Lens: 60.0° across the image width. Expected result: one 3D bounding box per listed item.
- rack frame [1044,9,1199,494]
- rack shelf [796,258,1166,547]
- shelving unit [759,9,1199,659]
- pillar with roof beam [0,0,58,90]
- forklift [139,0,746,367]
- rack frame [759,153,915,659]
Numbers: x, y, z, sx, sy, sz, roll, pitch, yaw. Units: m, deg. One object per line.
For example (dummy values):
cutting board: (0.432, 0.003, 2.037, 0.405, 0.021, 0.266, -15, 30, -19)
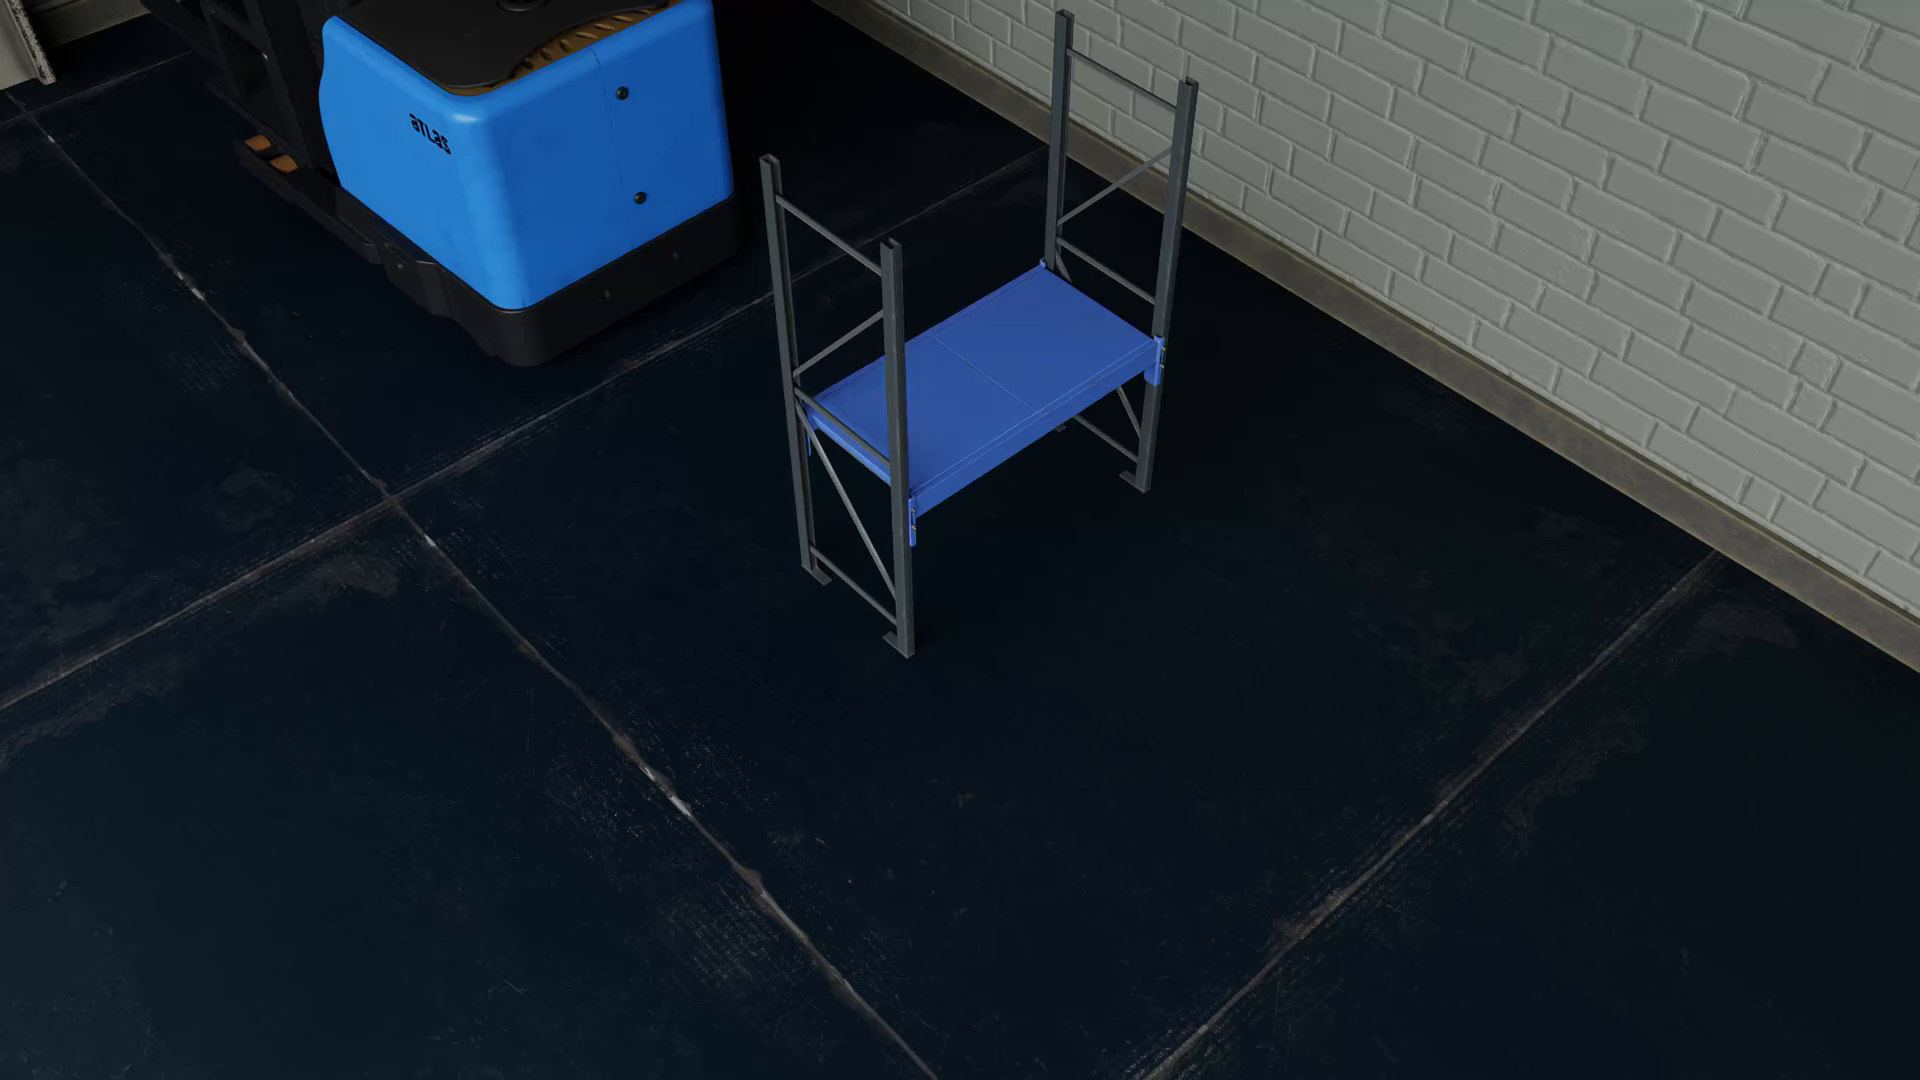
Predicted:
rack frame: (0.439, -0.802, 4.970, 0.032, 1.500, 0.500, -34, 56, -27)
rack shelf: (0.063, -0.429, 4.870, 1.000, 0.185, 0.538, -34, 56, -27)
shelving unit: (0.063, -0.551, 4.738, 1.048, 1.500, 0.538, -34, 56, -27)
pillar with roof beam: (-1.176, -2.645, 1.567, 0.400, 9.000, 9.100, -34, 56, -27)
forklift: (-2.197, -2.562, 5.620, 3.031, 2.935, 1.130, 36, 57, 28)
rack frame: (-0.313, -0.299, 4.506, 0.032, 1.500, 0.500, -34, 56, -27)
